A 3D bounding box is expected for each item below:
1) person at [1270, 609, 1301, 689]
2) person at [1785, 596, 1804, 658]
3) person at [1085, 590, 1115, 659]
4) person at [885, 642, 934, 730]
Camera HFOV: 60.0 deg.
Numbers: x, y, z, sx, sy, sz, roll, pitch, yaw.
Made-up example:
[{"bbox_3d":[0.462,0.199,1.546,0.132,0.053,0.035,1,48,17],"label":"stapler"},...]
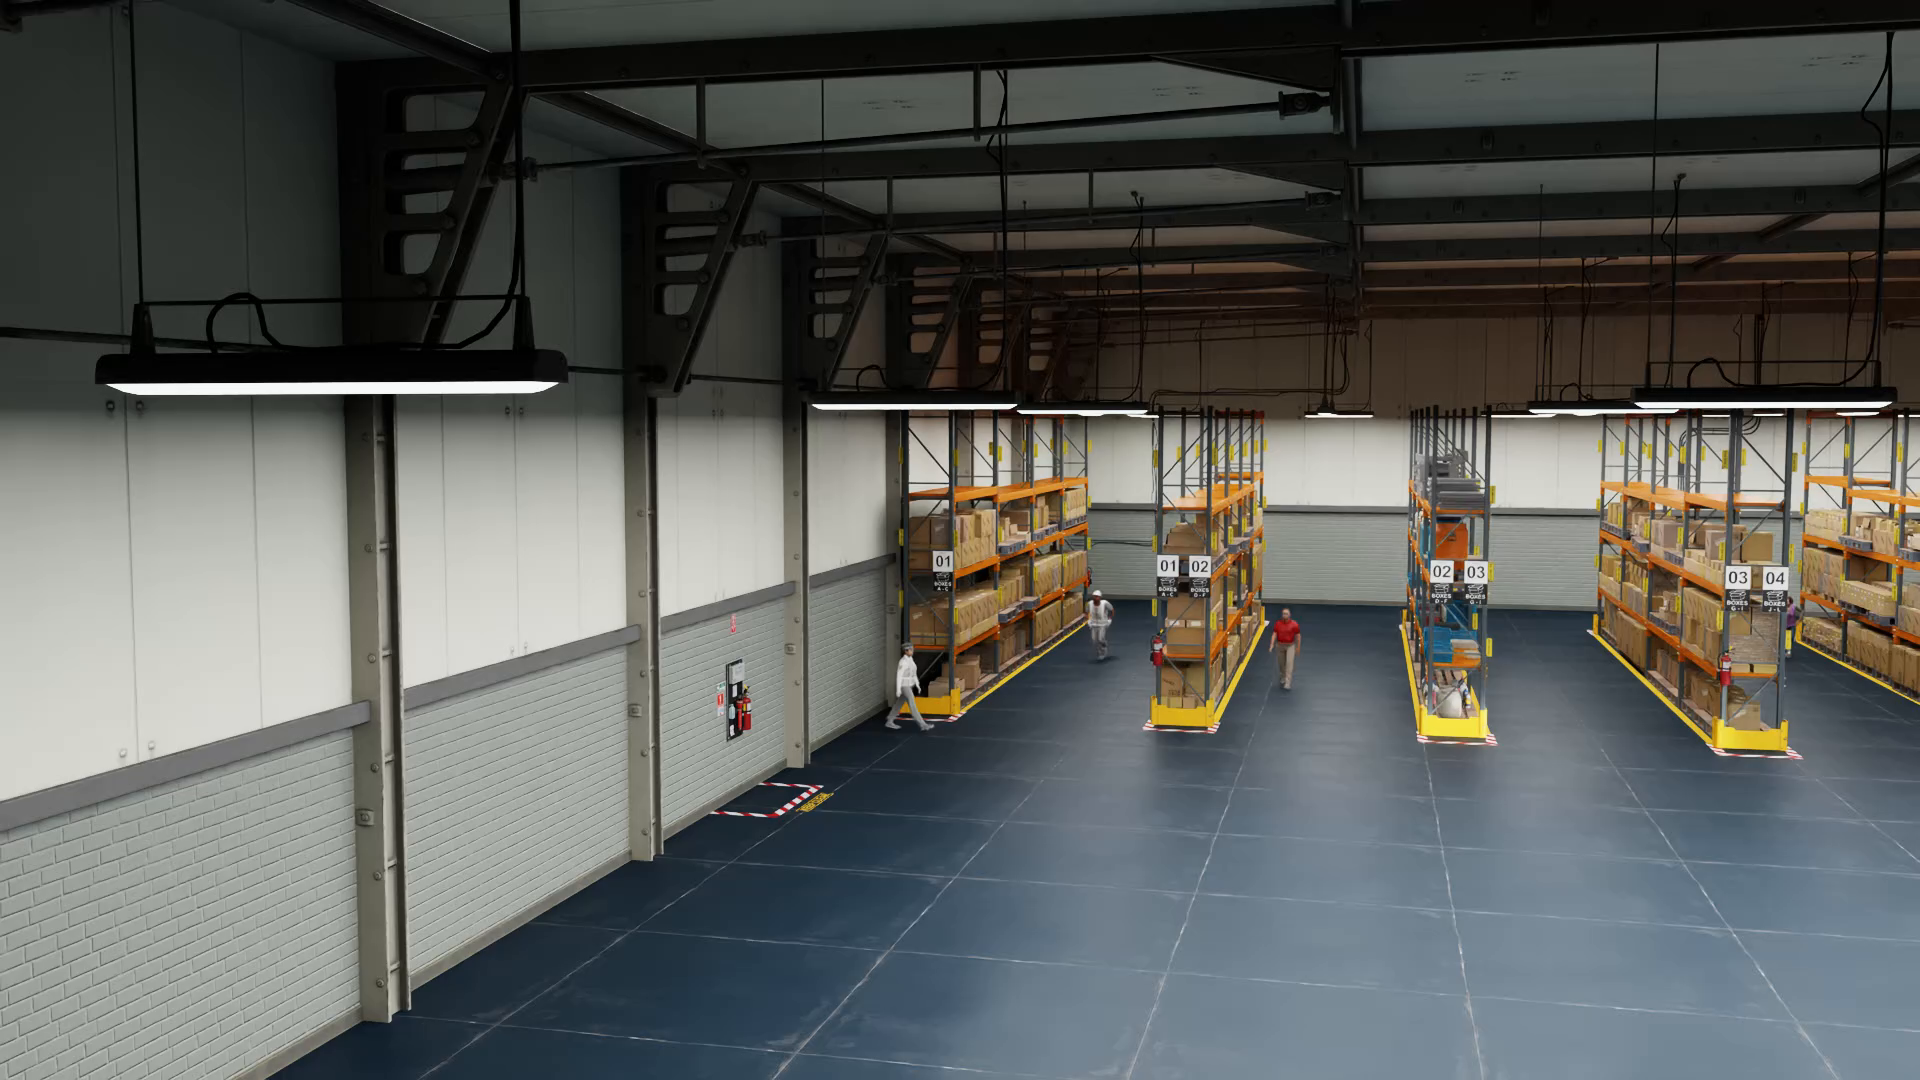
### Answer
[{"bbox_3d":[6.982,2.304,35.697,0.630,1.656,1.077,1,4,17],"label":"person"},{"bbox_3d":[19.969,2.078,40.032,0.590,1.513,0.788,2,5,24],"label":"person"},{"bbox_3d":[3.344,2.030,39.801,0.715,1.684,0.639,2,4,24],"label":"person"},{"bbox_3d":[-0.911,2.688,30.628,0.991,1.622,0.523,1,4,12],"label":"person"}]
